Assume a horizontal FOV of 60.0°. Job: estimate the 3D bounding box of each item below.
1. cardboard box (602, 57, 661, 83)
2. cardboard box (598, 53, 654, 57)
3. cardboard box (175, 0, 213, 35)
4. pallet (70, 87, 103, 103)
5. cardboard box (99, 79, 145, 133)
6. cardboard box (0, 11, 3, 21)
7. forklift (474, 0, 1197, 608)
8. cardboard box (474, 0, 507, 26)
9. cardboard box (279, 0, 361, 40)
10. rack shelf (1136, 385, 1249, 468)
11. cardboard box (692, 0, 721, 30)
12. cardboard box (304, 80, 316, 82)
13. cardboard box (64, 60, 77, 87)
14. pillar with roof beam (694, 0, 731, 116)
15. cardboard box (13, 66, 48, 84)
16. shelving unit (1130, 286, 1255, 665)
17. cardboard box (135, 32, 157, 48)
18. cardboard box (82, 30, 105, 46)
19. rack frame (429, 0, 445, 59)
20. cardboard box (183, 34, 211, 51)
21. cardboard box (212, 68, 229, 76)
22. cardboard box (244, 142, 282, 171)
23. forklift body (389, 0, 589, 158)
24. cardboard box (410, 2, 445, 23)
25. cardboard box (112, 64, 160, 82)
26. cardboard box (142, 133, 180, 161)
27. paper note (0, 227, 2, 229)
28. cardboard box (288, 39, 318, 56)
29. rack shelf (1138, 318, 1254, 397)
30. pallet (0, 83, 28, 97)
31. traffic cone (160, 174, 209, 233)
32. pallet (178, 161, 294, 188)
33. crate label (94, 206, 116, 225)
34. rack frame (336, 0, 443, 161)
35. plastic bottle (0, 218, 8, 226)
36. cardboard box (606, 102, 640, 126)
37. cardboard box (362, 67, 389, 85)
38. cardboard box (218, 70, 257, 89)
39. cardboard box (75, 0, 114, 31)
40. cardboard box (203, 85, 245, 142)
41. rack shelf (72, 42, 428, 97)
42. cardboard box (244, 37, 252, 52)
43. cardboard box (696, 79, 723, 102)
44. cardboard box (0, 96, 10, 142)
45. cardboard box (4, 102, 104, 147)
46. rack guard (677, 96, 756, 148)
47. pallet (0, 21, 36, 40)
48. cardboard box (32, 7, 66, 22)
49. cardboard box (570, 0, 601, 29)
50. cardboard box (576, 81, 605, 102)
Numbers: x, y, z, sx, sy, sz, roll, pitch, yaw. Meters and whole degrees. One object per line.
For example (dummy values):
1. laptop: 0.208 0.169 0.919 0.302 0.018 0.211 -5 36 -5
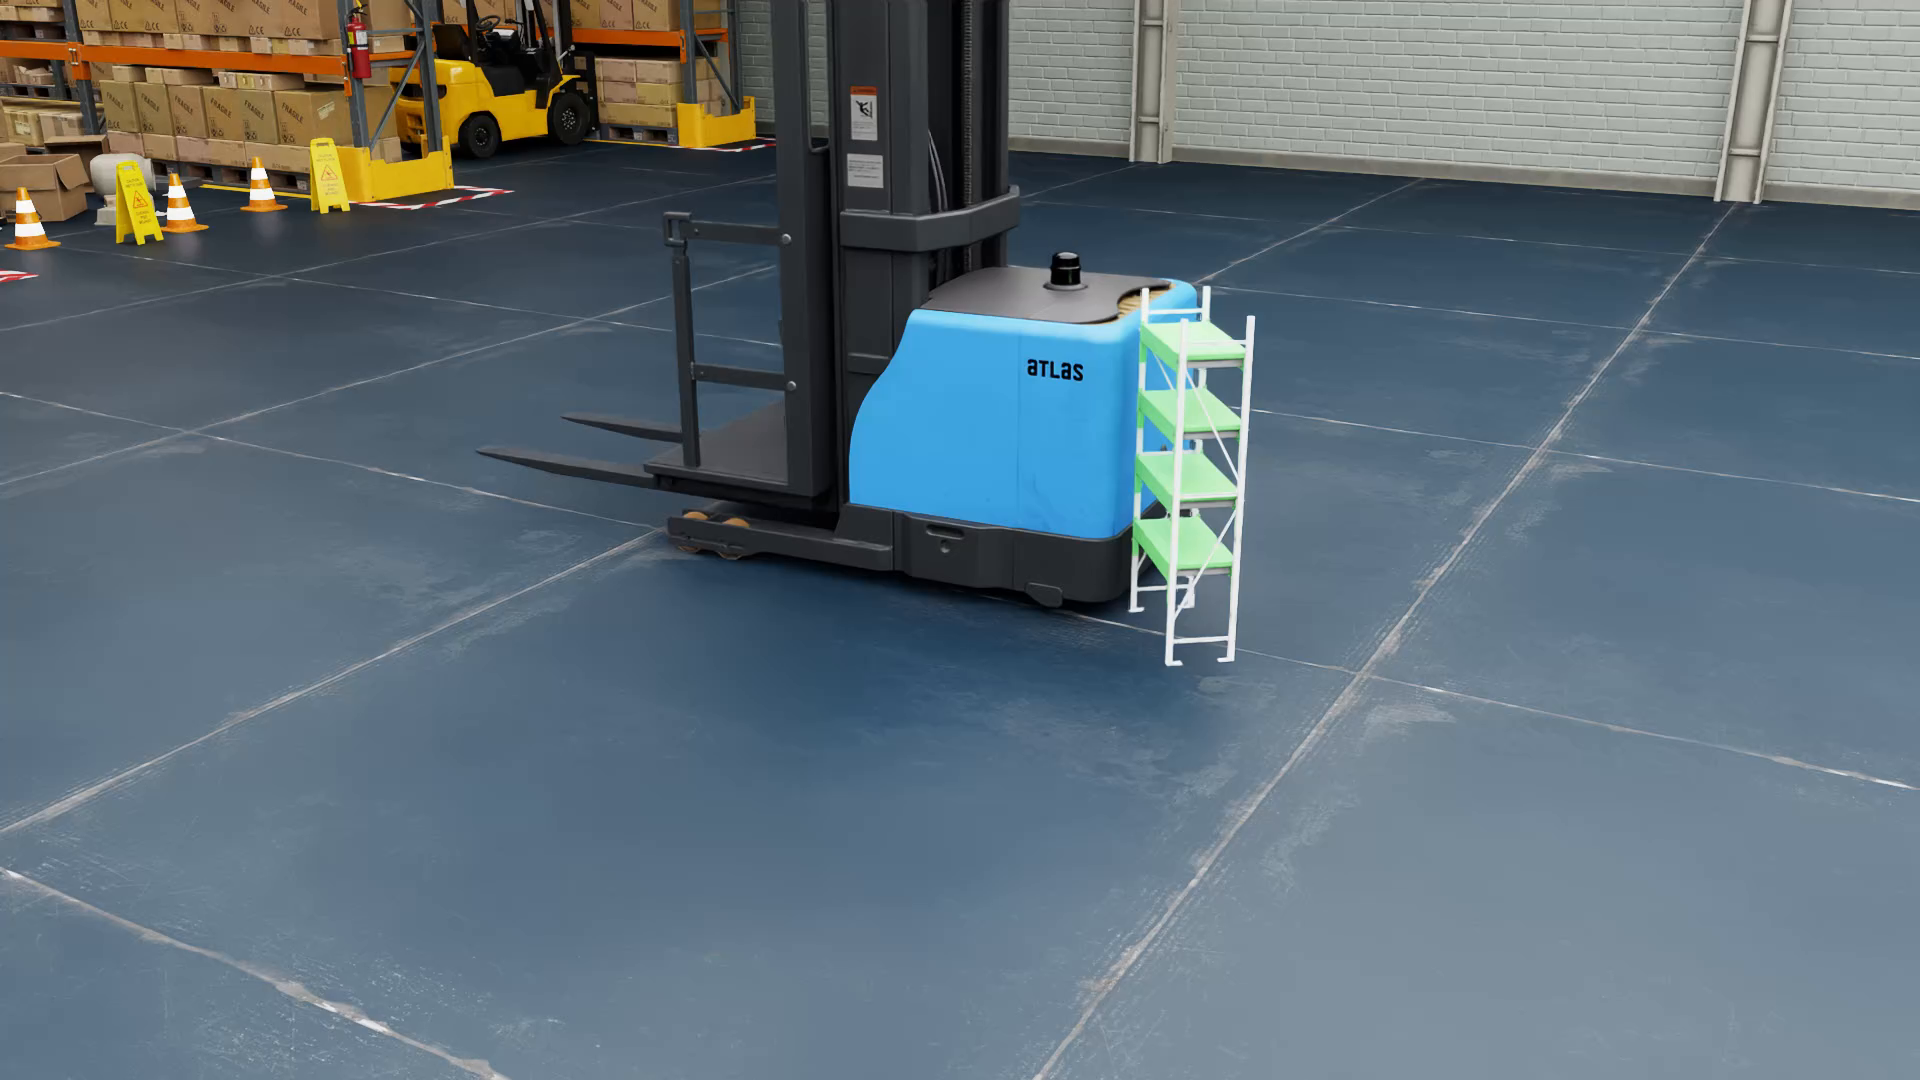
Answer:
1. cardboard box: -3.954 -5.677 20.066 0.500 0.250 0.500 11 23 28
2. cardboard box: -4.147 -5.915 20.722 0.500 0.250 0.500 11 22 27
3. cardboard box: -7.280 -5.211 16.248 0.500 0.500 0.500 11 23 28
4. pallet: -12.699 -6.796 25.290 1.213 0.211 1.003 11 23 27
5. cardboard box: -8.477 -4.501 17.191 0.500 0.500 0.500 12 23 30
6. cardboard box: -10.133 -5.627 17.732 0.250 0.149 0.380 11 23 28
7. forklift: -0.619 -1.449 6.563 3.031 2.935 1.130 9 22 23
8. cardboard box: -5.720 -6.714 20.829 0.500 0.500 0.500 11 23 28
9. cardboard box: -5.977 -4.952 15.535 0.500 0.500 0.500 10 22 26
10. rack shelf: 0.785 -0.393 5.672 0.258 0.148 0.480 -3 20 -8
11. cardboard box: -3.248 -6.447 20.093 0.500 0.500 0.500 12 23 29
12. cardboard box: -6.851 -4.406 16.929 0.500 0.500 0.500 11 23 28
13. cardboard box: -13.115 -7.106 25.105 0.500 0.500 0.500 12 23 30
14. pillar with roof beam: -5.219 -8.158 16.158 0.400 9.000 9.100 11 23 27
15. cardboard box: -14.368 -7.207 25.729 0.258 0.266 0.396 12 23 29
16. shelving unit: 0.785 -0.227 5.732 0.258 1.200 0.503 -3 20 -8
17. cardboard box: -8.050 -5.043 16.737 0.250 0.149 0.380 12 23 29
18. cardboard box: -8.742 -5.156 17.049 0.250 0.149 0.380 11 23 27
19. rack frame: -6.443 -6.900 21.489 0.127 3.000 1.000 11 23 27
20. cardboard box: -7.396 -4.907 16.362 0.250 0.149 0.380 11 23 27
21. cardboard box: -10.409 -6.594 23.695 0.500 0.500 0.500 12 23 29
22. cardboard box: -6.654 -3.804 16.371 0.500 0.250 0.500 11 23 27
23. forklift body: -5.496 -5.608 19.172 1.214 2.155 2.313 11 23 27
24. cardboard box: -7.010 -6.836 21.531 0.500 0.250 0.500 11 23 29
25. cardboard box: -8.397 -4.767 16.974 0.250 0.149 0.380 11 23 28
26. cardboard box: -8.005 -4.063 17.083 0.500 0.250 0.500 12 23 30
27. paper note: -8.199 -2.629 14.071 0.144 0.017 0.142 -16 26 -38
28. cardboard box: -6.074 -4.646 15.643 0.250 0.149 0.380 10 22 27
29. rack shelf: 0.785 -0.618 5.590 0.258 0.148 0.480 -3 20 -8
30. pallet: -15.095 -7.237 26.506 1.213 0.211 1.003 11 23 27
31. traffic cone: -6.617 -2.865 14.084 0.334 0.463 0.336 11 23 27
32. pallet: -7.188 -3.807 17.052 1.213 0.211 1.003 11 23 27
33. crate label: -7.334 -2.824 14.449 0.298 0.136 0.250 0 20 -1
34. rack frame: -5.368 -4.757 15.580 0.127 3.000 1.000 11 23 27
35. plastic bottle: -8.388 -2.744 14.341 0.283 0.061 0.133 3 20 9
36. cardboard box: -3.945 -5.209 20.244 0.500 0.250 0.500 11 23 27
37. cardboard box: -7.578 -6.196 22.414 0.625 0.625 0.875 11 22 27
38. cardboard box: -6.995 -4.503 16.245 0.250 0.149 0.380 12 23 30
39. cardboard box: -8.612 -5.453 16.915 0.500 0.500 0.500 11 23 27
40. cardboard box: -7.089 -4.241 16.476 0.500 0.500 0.500 10 22 26
41. rack shelf: -7.114 -4.751 16.619 4.000 0.370 1.077 11 23 27
42. cardboard box: -6.682 -4.814 16.105 0.250 0.149 0.380 11 23 28
43. cardboard box: -3.260 -5.515 20.353 0.500 0.250 0.500 11 23 28
44. cardboard box: -9.702 -4.068 16.236 0.500 0.500 0.500 11 23 27
45. cardboard box: -9.949 -4.589 18.355 0.625 0.372 0.950 12 23 31
46. rack guard: -2.930 -5.056 20.070 0.348 0.500 1.175 11 23 27
47. pallet: -10.604 -5.680 18.406 1.213 0.211 1.003 11 23 27
48. cardboard box: -9.444 -5.505 17.394 0.250 0.149 0.380 11 23 28
49. cardboard box: -4.404 -6.460 20.128 0.500 0.500 0.500 10 22 26
50. cardboard box: -4.422 -5.529 20.392 0.500 0.250 0.500 10 22 26
